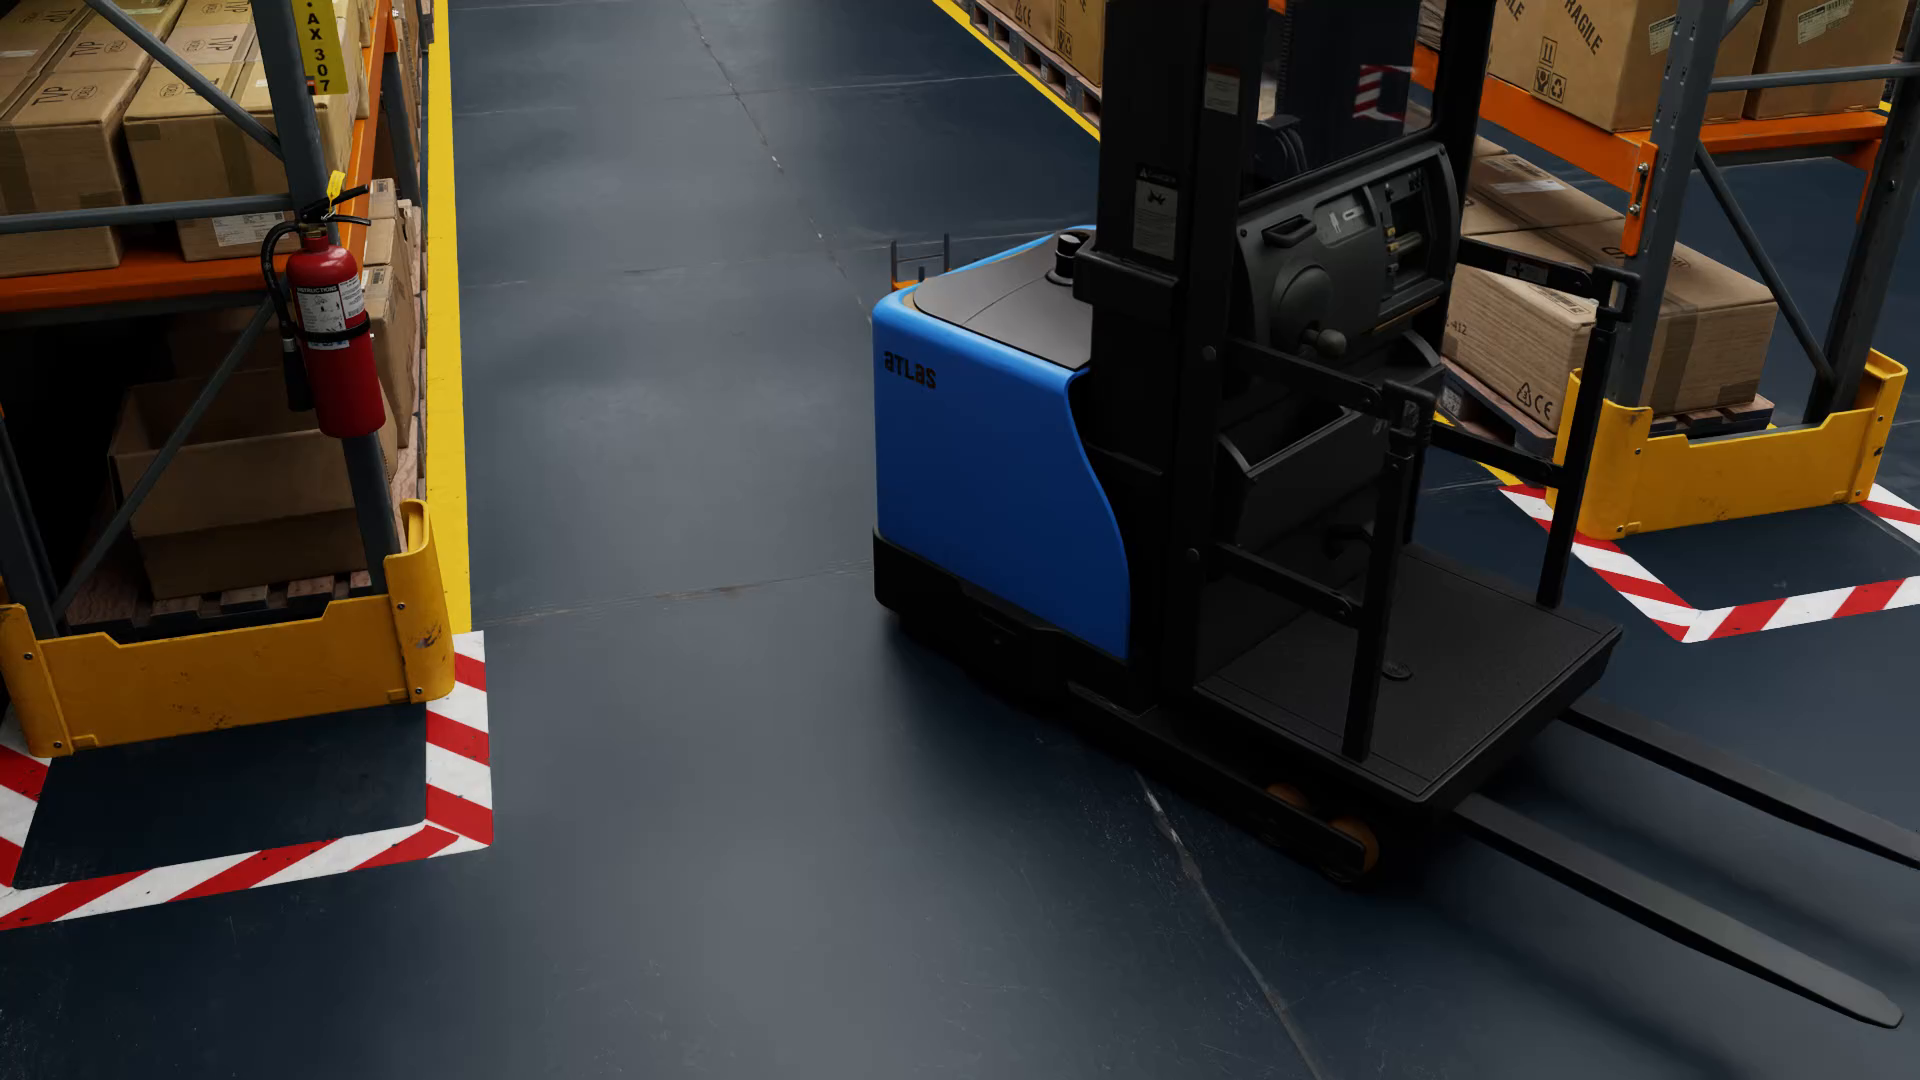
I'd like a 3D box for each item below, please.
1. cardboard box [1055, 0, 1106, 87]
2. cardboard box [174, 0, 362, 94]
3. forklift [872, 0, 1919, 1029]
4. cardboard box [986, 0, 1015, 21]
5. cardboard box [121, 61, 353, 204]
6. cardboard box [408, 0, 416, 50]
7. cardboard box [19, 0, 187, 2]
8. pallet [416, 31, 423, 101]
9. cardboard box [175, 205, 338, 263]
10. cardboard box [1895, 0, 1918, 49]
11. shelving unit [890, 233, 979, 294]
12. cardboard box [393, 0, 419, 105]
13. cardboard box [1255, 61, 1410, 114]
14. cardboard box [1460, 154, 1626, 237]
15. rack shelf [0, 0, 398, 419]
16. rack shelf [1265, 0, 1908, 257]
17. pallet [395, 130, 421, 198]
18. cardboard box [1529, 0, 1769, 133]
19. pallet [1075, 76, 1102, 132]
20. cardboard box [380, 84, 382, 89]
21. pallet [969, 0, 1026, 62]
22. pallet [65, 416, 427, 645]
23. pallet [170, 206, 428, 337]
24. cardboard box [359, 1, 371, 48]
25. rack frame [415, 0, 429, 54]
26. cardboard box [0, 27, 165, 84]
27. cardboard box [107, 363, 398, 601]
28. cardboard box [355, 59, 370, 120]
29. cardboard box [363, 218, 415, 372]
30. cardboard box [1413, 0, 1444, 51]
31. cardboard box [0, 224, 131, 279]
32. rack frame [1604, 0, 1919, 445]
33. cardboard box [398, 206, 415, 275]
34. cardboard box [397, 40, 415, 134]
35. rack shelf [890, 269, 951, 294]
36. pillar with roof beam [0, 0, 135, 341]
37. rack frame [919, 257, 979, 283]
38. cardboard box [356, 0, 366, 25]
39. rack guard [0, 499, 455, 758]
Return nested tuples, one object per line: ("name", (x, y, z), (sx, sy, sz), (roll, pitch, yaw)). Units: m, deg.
("cardboard box", (1.143, -3.379, 10.296), (0.875, 0.875, 0.875), (-7, 31, -12))
("cardboard box", (-2.223, -1.606, 5.383), (0.500, 0.250, 0.500), (-8, 31, -14))
("forklift", (1.132, -0.692, 4.020), (3.031, 2.935, 1.130), (26, 39, 37))
("cardboard box", (0.673, -4.243, 11.787), (0.875, 0.875, 0.875), (-8, 31, -14))
("cardboard box", (-1.952, -1.118, 4.540), (0.500, 0.250, 0.500), (-8, 31, -13))
("cardboard box", (-3.772, -3.344, 10.610), (0.500, 0.500, 0.500), (-8, 31, -14))
("cardboard box", (-2.870, -1.792, 5.704), (0.500, 0.250, 0.500), (-8, 31, -13))
("pallet", (-4.053, -3.091, 10.879), (1.003, 0.211, 1.213), (-8, 31, -13))
("cardboard box", (-1.914, -0.886, 4.537), (0.380, 0.149, 0.250), (-8, 31, -14))
("cardboard box", (5.938, -3.524, 10.920), (0.500, 0.500, 0.500), (-8, 31, -14))
("shelving unit", (-0.081, -0.461, 5.499), (0.215, 1.050, 0.252), (-12, 32, -19))
("cardboard box", (-3.475, -2.844, 9.745), (0.500, 0.500, 0.500), (-9, 31, -15))
("cardboard box", (1.695, -2.148, 8.606), (0.875, 0.438, 0.875), (-8, 31, -14))
("cardboard box", (2.171, -1.280, 7.106), (0.875, 0.438, 0.875), (-7, 31, -12))
("rack shelf", (-2.622, -1.454, 5.986), (1.077, 0.370, 4.000), (-8, 31, -13))
("rack shelf", (2.163, -2.116, 7.129), (1.077, 0.370, 4.000), (-8, 31, -13))
("pallet", (-3.405, -1.912, 8.843), (1.003, 0.211, 1.213), (-8, 31, -13))
("cardboard box", (2.310, -1.702, 5.597), (0.500, 0.500, 0.500), (-8, 31, -13))
("pallet", (1.354, -2.549, 9.943), (1.003, 0.211, 1.213), (-8, 31, -13))
("cardboard box", (-2.991, -2.321, 8.193), (0.380, 0.149, 0.250), (-6, 31, -11))
("pallet", (0.707, -3.727, 11.979), (1.003, 0.211, 1.213), (-8, 31, -13))
("pallet", (-2.324, -0.014, 5.564), (1.003, 0.211, 1.213), (-8, 31, -13))
("pallet", (-2.971, -1.193, 7.600), (1.003, 0.211, 1.213), (-8, 31, -13))
("cardboard box", (-2.504, -2.007, 6.474), (0.380, 0.149, 0.250), (-8, 31, -14))
("rack frame", (-4.214, -4.663, 10.812), (1.000, 3.000, 0.127), (-8, 31, -13))
("cardboard box", (-2.605, -1.299, 4.853), (0.500, 0.250, 0.500), (-8, 31, -13))
("cardboard box", (-2.162, -0.209, 5.189), (0.797, 0.503, 0.637), (-9, 31, -15))
("cardboard box", (-2.208, -1.515, 5.623), (0.380, 0.149, 0.250), (-9, 31, -15))
("cardboard box", (-2.395, -0.894, 6.376), (0.500, 0.500, 0.500), (-7, 31, -12))
("cardboard box", (2.046, -2.194, 6.446), (0.500, 0.500, 0.500), (-7, 31, -12))
("cardboard box", (-2.438, -0.815, 4.415), (0.380, 0.149, 0.250), (-8, 31, -14))
("rack frame", (2.694, -1.461, 5.280), (1.000, 3.000, 0.127), (-8, 31, -13))
("cardboard box", (-2.627, -1.327, 7.359), (0.396, 0.266, 0.258), (-7, 31, -11))
("cardboard box", (-3.215, -2.351, 8.893), (0.500, 0.500, 0.500), (-8, 31, -14))
("rack shelf", (-0.081, -0.698, 5.362), (0.215, 0.259, 0.240), (-12, 32, -19))
("pillar with roof beam", (0.314, -5.444, 6.173), (9.100, 9.000, 0.400), (-8, 31, -13))
("rack frame", (-0.034, -0.405, 5.401), (0.200, 1.050, 0.008), (-12, 32, -19))
("cardboard box", (-2.515, -2.099, 6.235), (0.500, 0.250, 0.500), (-8, 31, -14))
("rack guard", (-2.111, 0.246, 4.826), (1.175, 0.500, 0.348), (-8, 31, -13))
